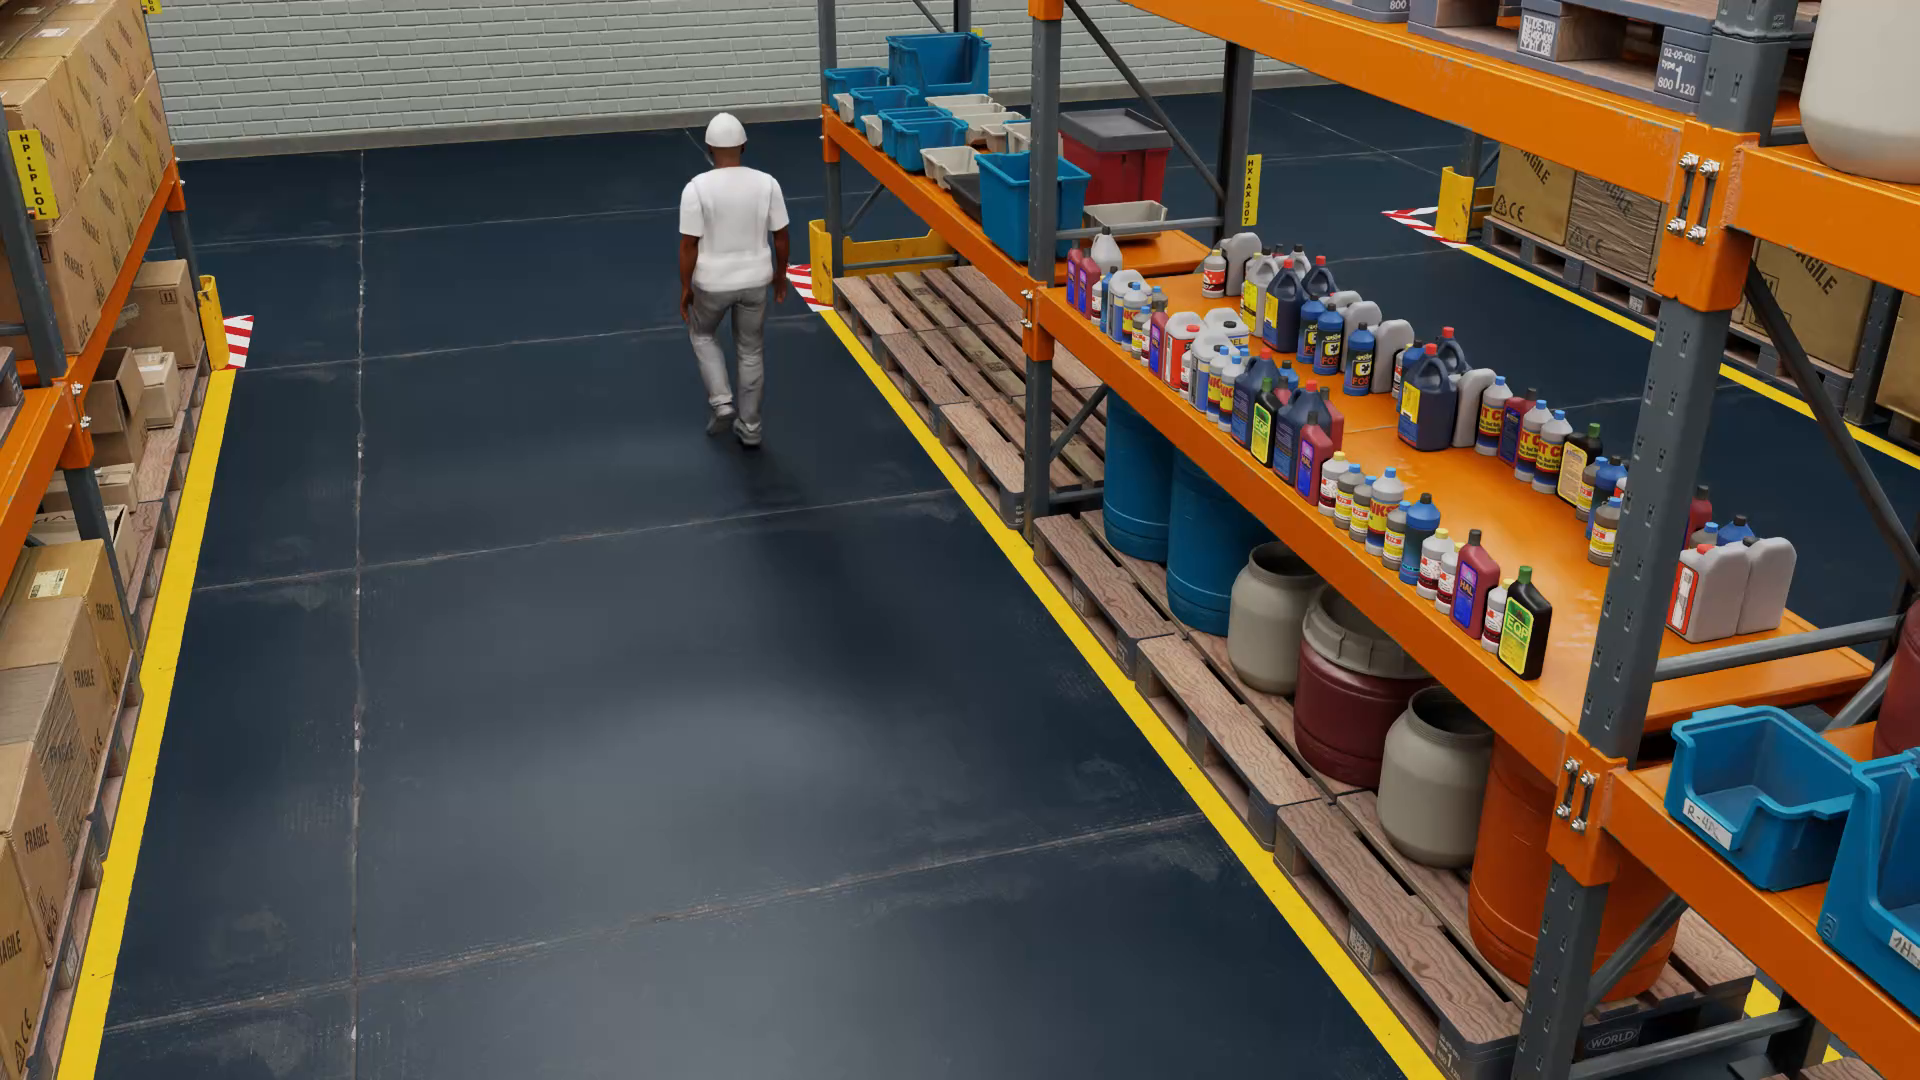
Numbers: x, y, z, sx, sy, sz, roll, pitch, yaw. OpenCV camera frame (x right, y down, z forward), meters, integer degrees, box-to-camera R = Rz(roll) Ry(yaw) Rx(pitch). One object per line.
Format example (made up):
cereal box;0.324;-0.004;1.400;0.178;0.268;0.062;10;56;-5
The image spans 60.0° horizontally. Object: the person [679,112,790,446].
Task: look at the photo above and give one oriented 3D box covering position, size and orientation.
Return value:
person;-1.208;-1.377;8.841;0.623;1.781;0.487;-8;27;-16
